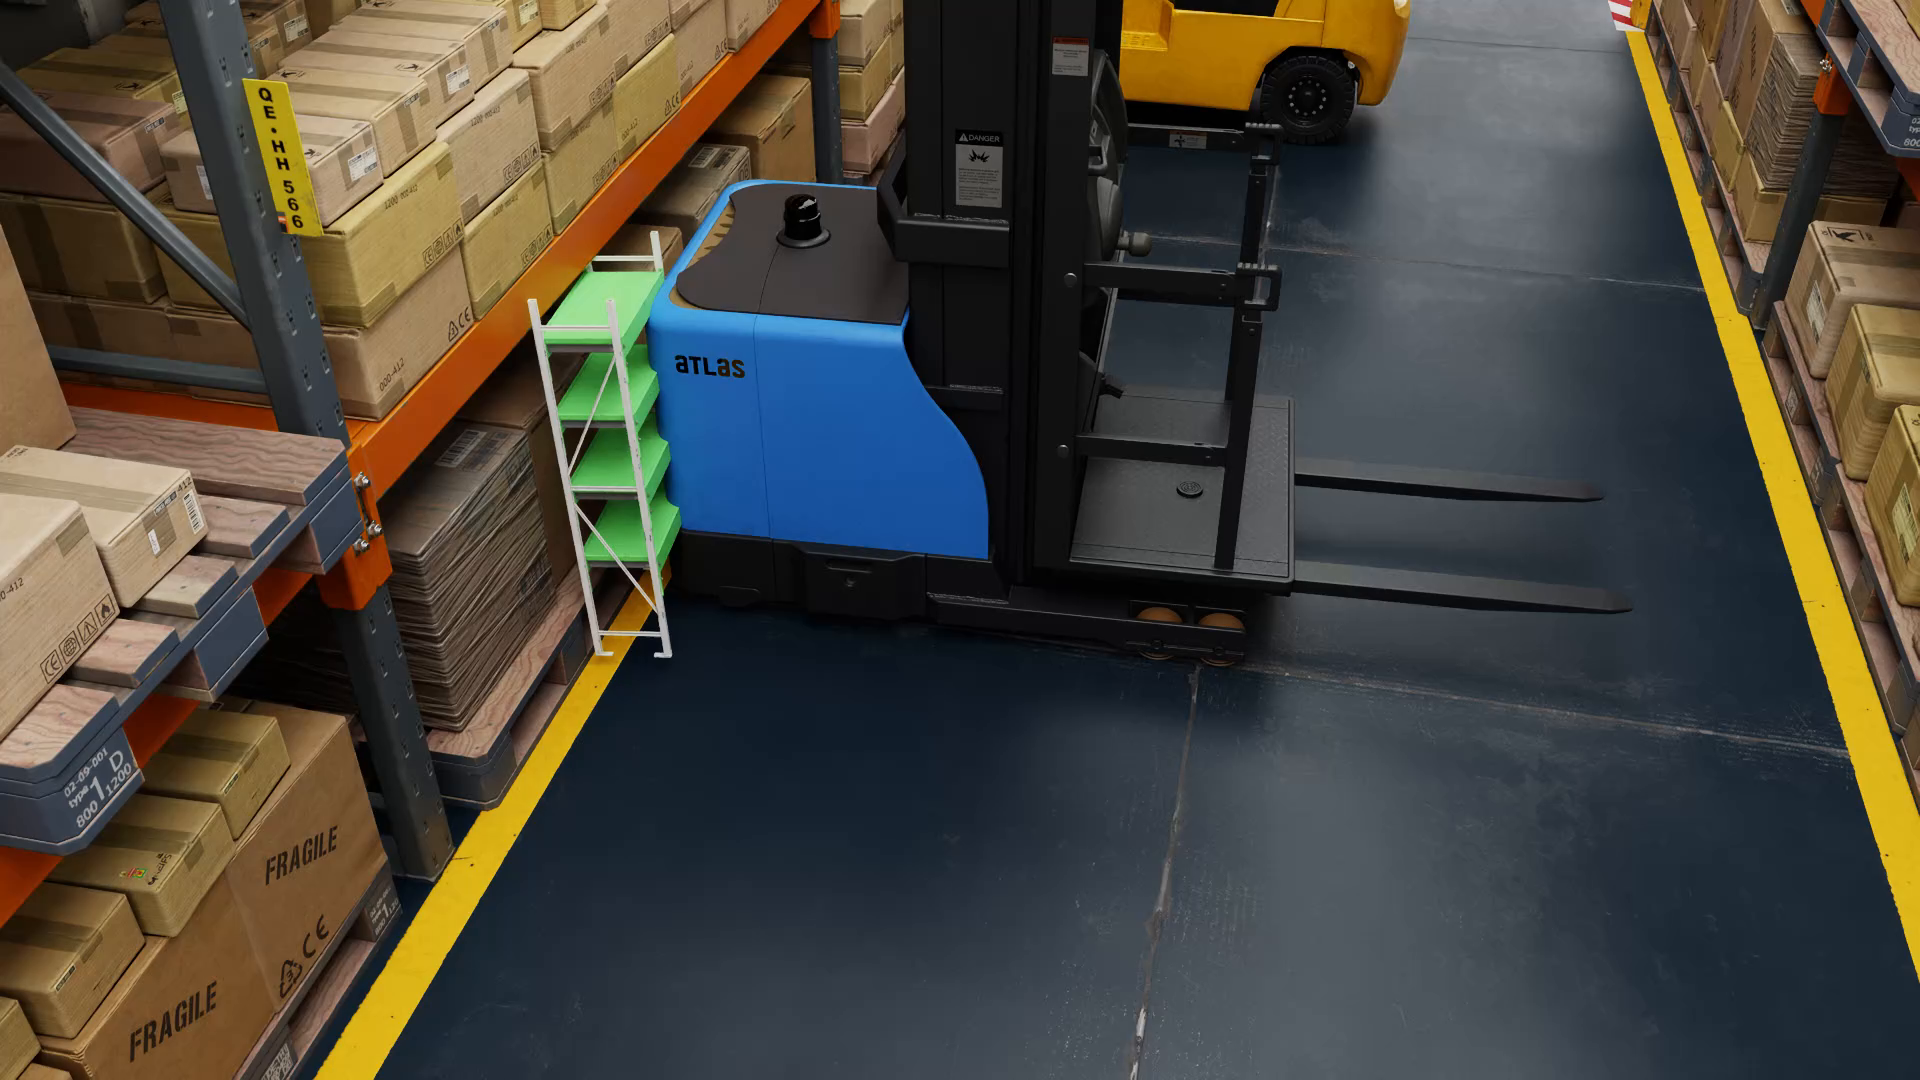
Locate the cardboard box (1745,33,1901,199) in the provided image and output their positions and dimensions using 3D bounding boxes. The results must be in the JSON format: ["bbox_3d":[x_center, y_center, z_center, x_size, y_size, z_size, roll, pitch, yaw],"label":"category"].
[{"bbox_3d":[3.683,-1.792,7.013,0.500,0.500,0.500,7,36,9],"label":"cardboard box"}]

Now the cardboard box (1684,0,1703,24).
[{"bbox_3d":[4.119,-2.971,8.639,0.500,0.500,0.500,6,36,8],"label":"cardboard box"}]

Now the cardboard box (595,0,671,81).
[{"bbox_3d":[-1.230,-1.632,5.147,0.500,0.250,0.500,8,37,11],"label":"cardboard box"}]

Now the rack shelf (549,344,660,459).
[{"bbox_3d":[-1.023,-0.427,4.966,0.258,0.148,0.480,1,33,6],"label":"rack shelf"}]

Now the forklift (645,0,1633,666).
[{"bbox_3d":[0.615,-1.128,4.809,3.031,2.935,1.130,5,36,7],"label":"forklift"}]

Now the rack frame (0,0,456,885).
[{"bbox_3d":[-1.886,-0.386,3.726,1.000,3.000,0.127,7,37,10],"label":"rack frame"}]

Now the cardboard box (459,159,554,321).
[{"bbox_3d":[-1.440,-0.836,4.476,0.500,0.250,0.500,7,36,9],"label":"cardboard box"}]

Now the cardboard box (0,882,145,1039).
[{"bbox_3d":[-1.871,0.815,3.290,0.380,0.149,0.250,6,36,8],"label":"cardboard box"}]

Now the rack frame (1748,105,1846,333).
[{"bbox_3d":[3.819,-2.059,6.035,1.000,3.000,0.127,7,37,10],"label":"rack frame"}]

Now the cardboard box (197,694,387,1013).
[{"bbox_3d":[-1.766,0.726,3.965,0.500,0.500,0.500,8,37,11],"label":"cardboard box"}]

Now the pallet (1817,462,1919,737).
[{"bbox_3d":[3.395,0.218,5.269,1.003,0.211,1.213,7,37,10],"label":"pallet"}]

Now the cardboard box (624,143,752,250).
[{"bbox_3d":[-1.305,-1.143,6.437,0.875,0.625,0.625,7,37,9],"label":"cardboard box"}]

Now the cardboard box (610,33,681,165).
[{"bbox_3d":[-1.224,-1.430,5.294,0.500,0.250,0.500,8,37,11],"label":"cardboard box"}]

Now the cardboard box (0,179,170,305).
[{"bbox_3d":[-2.061,-0.820,4.027,0.500,0.250,0.500,8,37,11],"label":"cardboard box"}]

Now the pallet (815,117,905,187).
[{"bbox_3d":[-0.821,-2.000,8.330,1.003,0.211,1.213,7,37,10],"label":"pallet"}]

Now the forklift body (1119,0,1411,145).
[{"bbox_3d":[1.200,-3.313,8.488,2.313,2.155,1.214,7,37,10],"label":"forklift body"}]

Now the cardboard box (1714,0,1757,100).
[{"bbox_3d":[3.898,-2.376,7.819,0.500,0.500,0.500,9,37,12],"label":"cardboard box"}]

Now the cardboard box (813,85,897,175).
[{"bbox_3d":[-0.605,-1.971,7.899,0.500,0.250,0.500,8,37,10],"label":"cardboard box"}]

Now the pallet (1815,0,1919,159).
[{"bbox_3d":[3.513,-1.561,5.511,1.003,0.211,1.213,7,37,10],"label":"pallet"}]

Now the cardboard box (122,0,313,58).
[{"bbox_3d":[-1.968,-1.355,4.425,0.380,0.149,0.250,7,36,9],"label":"cardboard box"}]

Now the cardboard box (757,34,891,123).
[{"bbox_3d":[-0.626,-2.177,7.756,0.500,0.250,0.500,7,37,10],"label":"cardboard box"}]

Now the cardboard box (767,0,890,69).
[{"bbox_3d":[-0.621,-2.378,7.609,0.500,0.250,0.500,7,36,9],"label":"cardboard box"}]

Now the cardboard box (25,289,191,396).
[{"bbox_3d":[-2.040,-0.615,4.170,0.500,0.250,0.500,7,36,9],"label":"cardboard box"}]

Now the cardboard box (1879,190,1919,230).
[{"bbox_3d":[4.208,-1.420,7.138,0.500,0.250,0.500,6,36,8],"label":"cardboard box"}]

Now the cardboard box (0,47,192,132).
[{"bbox_3d":[-2.067,-1.065,4.025,0.380,0.149,0.250,8,37,11],"label":"cardboard box"}]

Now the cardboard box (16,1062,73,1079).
[{"bbox_3d":[-1.992,1.312,3.156,0.500,0.500,0.500,9,37,12],"label":"cardboard box"}]

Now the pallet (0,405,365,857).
[{"bbox_3d":[-1.962,0.089,3.234,1.213,0.211,1.003,7,37,10],"label":"pallet"}]

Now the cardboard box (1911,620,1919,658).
[{"bbox_3d":[3.244,0.382,4.549,0.950,0.372,0.625,7,36,9],"label":"cardboard box"}]

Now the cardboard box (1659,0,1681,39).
[{"bbox_3d":[4.231,-2.981,9.292,0.500,0.250,0.500,7,37,10],"label":"cardboard box"}]

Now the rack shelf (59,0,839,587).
[{"bbox_3d":[-1.459,-1.241,5.519,1.077,0.370,4.000,7,37,10],"label":"rack shelf"}]

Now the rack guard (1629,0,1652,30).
[{"bbox_3d":[4.657,-3.296,9.872,1.175,0.500,0.348,7,37,10],"label":"rack guard"}]

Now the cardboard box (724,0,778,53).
[{"bbox_3d":[-0.985,-2.007,6.092,0.500,0.250,0.500,7,37,10],"label":"cardboard box"}]

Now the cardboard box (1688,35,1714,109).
[{"bbox_3d":[4.010,-2.375,8.456,0.500,0.250,0.500,10,37,13],"label":"cardboard box"}]

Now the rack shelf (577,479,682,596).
[{"bbox_3d":[-1.004,-0.022,5.223,0.258,0.148,0.480,1,33,6],"label":"rack shelf"}]

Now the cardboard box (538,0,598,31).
[{"bbox_3d":[-1.264,-1.576,4.730,0.380,0.149,0.250,8,37,11],"label":"cardboard box"}]

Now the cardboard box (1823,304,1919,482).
[{"bbox_3d":[3.559,-0.451,5.698,0.950,0.372,0.625,10,37,13],"label":"cardboard box"}]

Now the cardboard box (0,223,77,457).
[{"bbox_3d":[-2.148,-0.321,3.193,0.500,0.500,0.500,9,37,12],"label":"cardboard box"}]

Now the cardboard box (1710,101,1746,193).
[{"bbox_3d":[3.786,-1.795,7.655,0.500,0.250,0.500,6,36,9],"label":"cardboard box"}]

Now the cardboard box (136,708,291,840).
[{"bbox_3d":[-1.744,0.509,3.711,0.380,0.149,0.250,6,36,8],"label":"cardboard box"}]

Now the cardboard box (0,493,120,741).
[{"bbox_3d":[-1.795,0.151,2.756,0.500,0.250,0.500,6,36,8],"label":"cardboard box"}]

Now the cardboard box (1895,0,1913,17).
[{"bbox_3d":[3.392,-1.850,5.602,0.380,0.149,0.250,8,37,11],"label":"cardboard box"}]

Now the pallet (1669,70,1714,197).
[{"bbox_3d":[4.186,-2.021,8.358,1.003,0.211,1.213,7,37,10],"label":"pallet"}]

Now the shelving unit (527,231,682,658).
[{"bbox_3d":[-1.016,-0.278,5.061,0.258,1.200,0.503,1,33,6],"label":"shelving unit"}]

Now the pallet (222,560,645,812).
[{"bbox_3d":[-1.672,0.276,5.189,1.003,0.211,1.213,7,37,10],"label":"pallet"}]

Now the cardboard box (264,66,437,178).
[{"bbox_3d":[-1.474,-0.988,3.919,0.380,0.149,0.250,8,37,11],"label":"cardboard box"}]

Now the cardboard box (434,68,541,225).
[{"bbox_3d":[-1.444,-1.038,4.328,0.500,0.250,0.500,8,37,11],"label":"cardboard box"}]

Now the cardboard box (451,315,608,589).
[{"bbox_3d":[-1.607,-0.326,5.309,0.875,0.625,0.625,8,37,11],"label":"cardboard box"}]

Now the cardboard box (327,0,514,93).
[{"bbox_3d":[-1.401,-1.290,4.335,0.380,0.149,0.250,8,37,10],"label":"cardboard box"}]

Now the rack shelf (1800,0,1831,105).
[{"bbox_3d":[4.246,-2.914,7.828,1.077,0.370,4.000,7,37,10],"label":"rack shelf"}]

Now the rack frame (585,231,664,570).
[{"bbox_3d":[-0.994,-0.409,5.265,0.240,1.200,0.015,1,33,6],"label":"rack frame"}]
